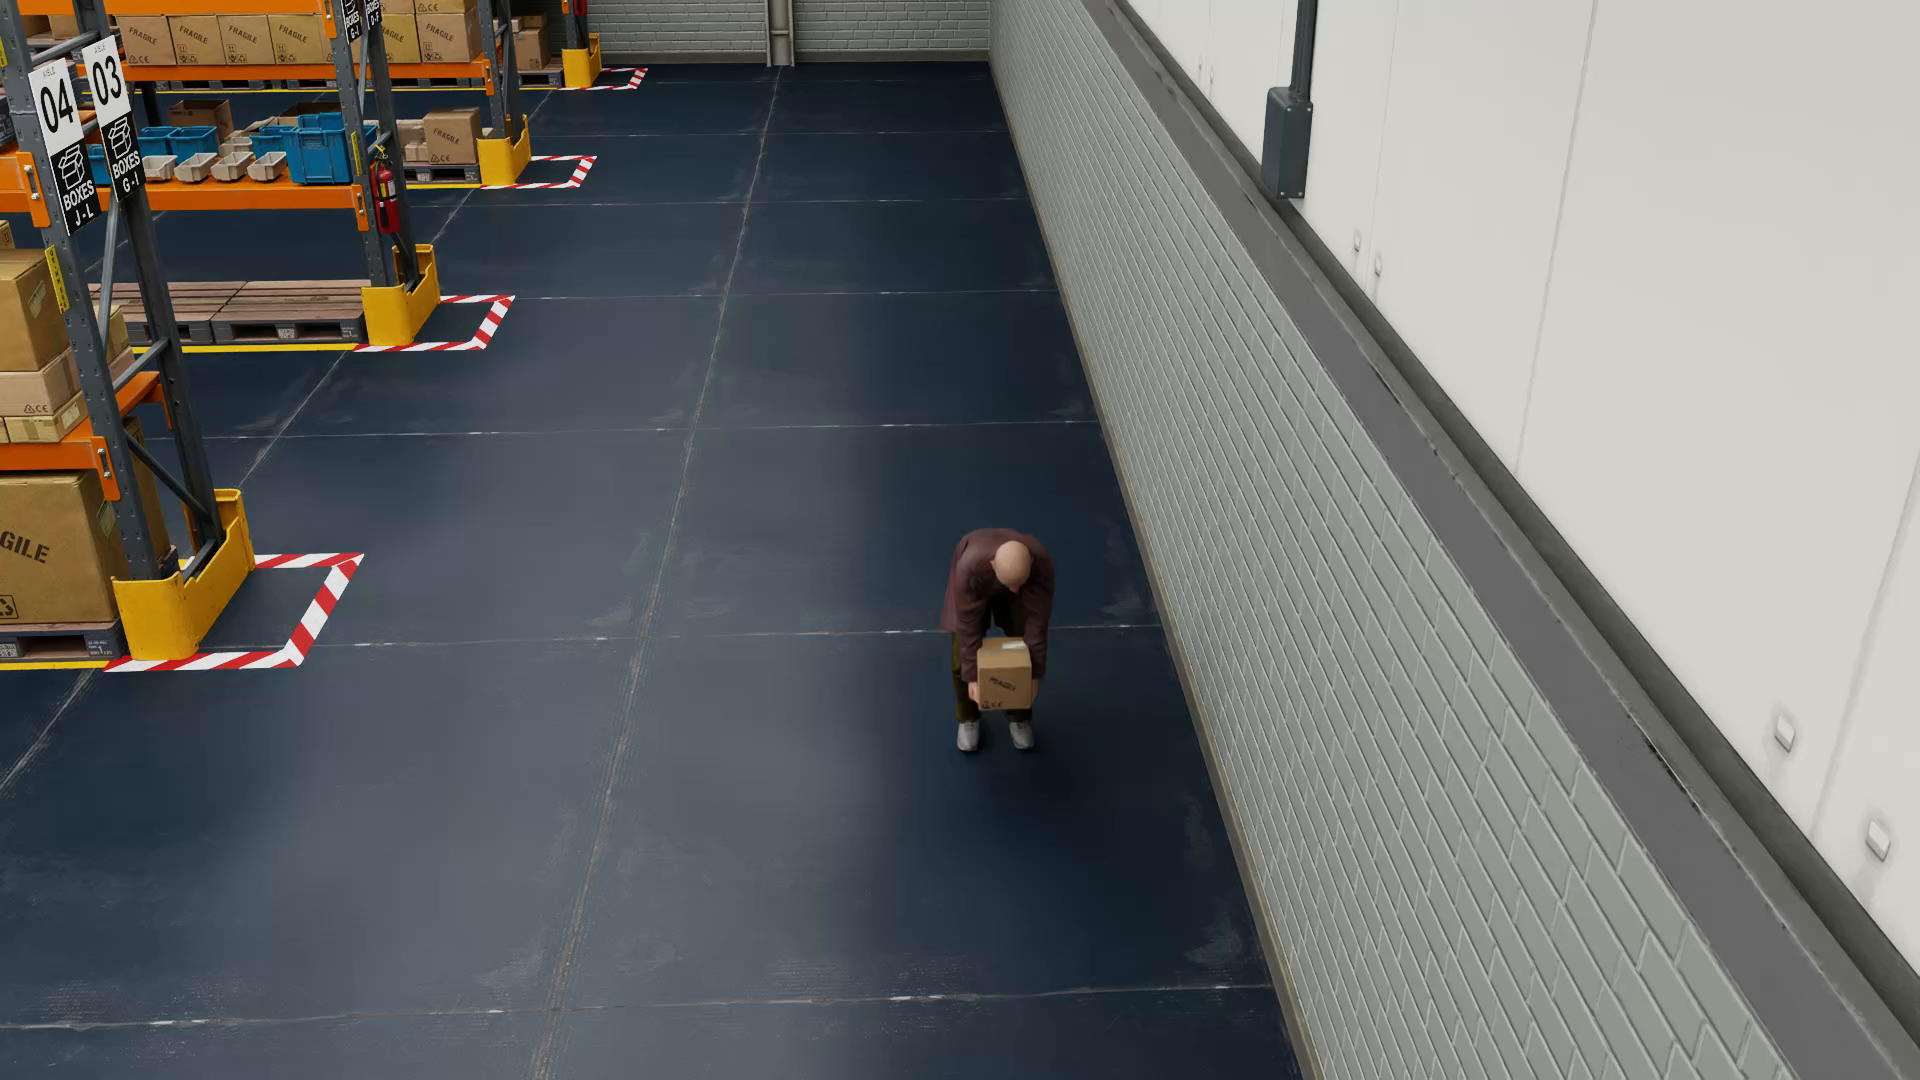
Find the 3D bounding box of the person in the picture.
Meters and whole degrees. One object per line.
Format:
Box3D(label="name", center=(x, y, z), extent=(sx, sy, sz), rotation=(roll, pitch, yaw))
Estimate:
Box3D(label="person", center=(0.190, 0.479, 8.138), extent=(0.562, 1.382, 0.876), rotation=(-2, 27, -4))
